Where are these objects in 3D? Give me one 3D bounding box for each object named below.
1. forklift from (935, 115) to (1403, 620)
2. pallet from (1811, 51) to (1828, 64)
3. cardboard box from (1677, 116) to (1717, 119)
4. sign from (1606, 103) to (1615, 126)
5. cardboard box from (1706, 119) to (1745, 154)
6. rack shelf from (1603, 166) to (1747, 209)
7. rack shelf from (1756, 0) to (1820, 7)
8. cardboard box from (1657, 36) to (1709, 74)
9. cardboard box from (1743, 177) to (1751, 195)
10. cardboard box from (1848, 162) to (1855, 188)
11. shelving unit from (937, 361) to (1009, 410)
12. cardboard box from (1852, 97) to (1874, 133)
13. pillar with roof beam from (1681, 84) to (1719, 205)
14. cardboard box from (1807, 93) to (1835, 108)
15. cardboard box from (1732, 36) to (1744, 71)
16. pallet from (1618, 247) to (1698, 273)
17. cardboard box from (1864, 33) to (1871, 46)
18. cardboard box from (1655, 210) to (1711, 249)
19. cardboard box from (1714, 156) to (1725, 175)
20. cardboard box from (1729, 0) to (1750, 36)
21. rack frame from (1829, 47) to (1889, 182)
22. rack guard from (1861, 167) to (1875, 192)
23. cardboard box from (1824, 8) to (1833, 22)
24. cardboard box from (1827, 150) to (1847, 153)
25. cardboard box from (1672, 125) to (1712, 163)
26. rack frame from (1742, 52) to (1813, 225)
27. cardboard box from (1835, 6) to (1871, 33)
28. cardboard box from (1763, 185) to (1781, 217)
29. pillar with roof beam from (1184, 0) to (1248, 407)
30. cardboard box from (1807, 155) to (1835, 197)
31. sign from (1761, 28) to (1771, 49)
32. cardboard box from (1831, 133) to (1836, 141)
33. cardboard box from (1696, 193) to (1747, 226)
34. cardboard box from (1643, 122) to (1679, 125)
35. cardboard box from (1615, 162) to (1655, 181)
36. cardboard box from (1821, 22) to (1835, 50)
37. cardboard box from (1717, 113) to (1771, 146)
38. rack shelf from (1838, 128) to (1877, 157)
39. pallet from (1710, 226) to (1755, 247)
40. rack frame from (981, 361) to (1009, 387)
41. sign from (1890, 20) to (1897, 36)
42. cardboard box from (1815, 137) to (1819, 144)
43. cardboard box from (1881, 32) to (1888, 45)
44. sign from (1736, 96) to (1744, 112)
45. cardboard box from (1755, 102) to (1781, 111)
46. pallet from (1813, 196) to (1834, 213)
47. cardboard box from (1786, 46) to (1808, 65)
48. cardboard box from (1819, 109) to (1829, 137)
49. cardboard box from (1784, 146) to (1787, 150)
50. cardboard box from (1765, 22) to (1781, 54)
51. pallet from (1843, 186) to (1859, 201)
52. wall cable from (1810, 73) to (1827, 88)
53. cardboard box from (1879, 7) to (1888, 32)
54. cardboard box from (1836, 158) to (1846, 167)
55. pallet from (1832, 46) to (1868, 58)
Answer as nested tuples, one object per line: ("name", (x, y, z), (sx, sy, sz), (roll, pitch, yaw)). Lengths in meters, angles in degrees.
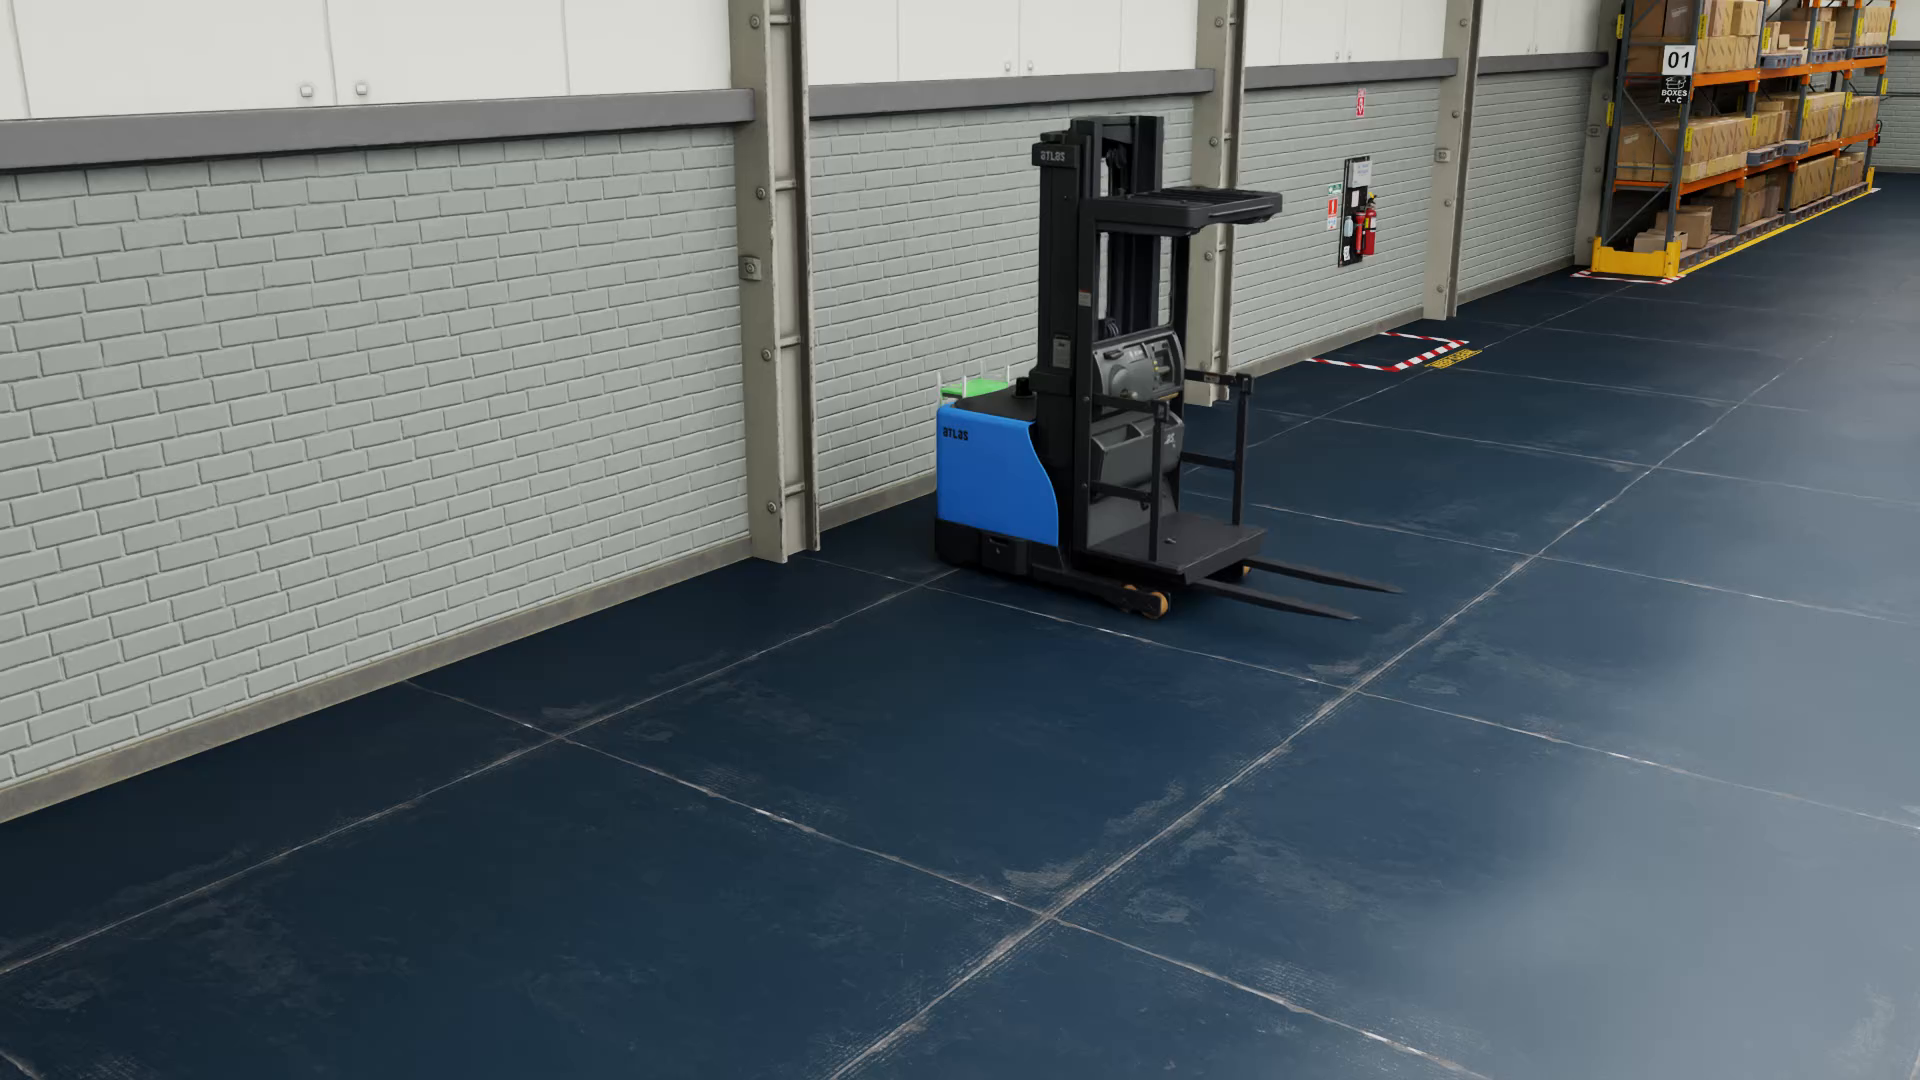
("forklift", (1.289, -1.093, 10.322), (3.031, 2.935, 1.130), (14, 22, 37))
("pallet", (14.904, -8.726, 30.046), (1.213, 0.211, 1.003), (14, 22, 37))
("cardboard box", (11.732, -6.489, 26.538), (0.500, 0.500, 0.500), (12, 21, 33))
("sign", (9.363, -6.122, 23.916), (0.100, 0.325, 0.005), (12, 21, 35))
("cardboard box", (11.854, -6.277, 25.855), (0.500, 0.500, 0.500), (12, 21, 34))
("rack shelf", (10.988, -5.448, 25.444), (1.077, 0.370, 4.000), (12, 21, 35))
("rack shelf", (13.372, -9.075, 27.681), (1.077, 0.370, 4.000), (12, 21, 35))
("cardboard box", (10.197, -6.841, 23.455), (0.500, 0.500, 0.500), (13, 22, 36))
("cardboard box", (13.172, -6.051, 28.380), (0.500, 0.250, 0.500), (12, 21, 33))
("cardboard box", (18.396, -7.710, 35.020), (0.700, 0.500, 0.500), (12, 21, 33))
("shelving unit", (0.093, -0.614, 11.697), (0.258, 1.200, 0.503), (13, 22, 36))
("cardboard box", (18.610, -8.971, 35.069), (0.980, 0.700, 0.700), (12, 21, 34))
("pillar with roof beam", (16.551, -9.169, 26.095), (9.100, 9.000, 0.400), (12, 21, 35))
("cardboard box", (16.258, -8.333, 31.552), (0.500, 0.250, 0.500), (13, 21, 36))
("cardboard box", (11.466, -7.337, 25.053), (0.500, 0.500, 0.500), (11, 21, 33))
("pallet", (10.354, -4.189, 24.878), (1.003, 0.211, 1.213), (12, 21, 35))
("cardboard box", (17.885, -10.020, 33.270), (0.500, 0.250, 0.500), (12, 21, 34))
("cardboard box", (11.098, -4.783, 25.560), (0.700, 0.500, 0.500), (11, 20, 31))
("cardboard box", (11.252, -5.680, 25.196), (0.500, 0.250, 0.500), (13, 21, 35))
("cardboard box", (11.478, -7.810, 24.889), (0.500, 0.500, 0.500), (12, 21, 33))
("rack frame", (19.330, -9.126, 36.075), (1.000, 3.000, 0.127), (12, 21, 35))
("rack guard", (19.344, -7.938, 36.464), (1.175, 0.500, 0.348), (12, 21, 35))
("cardboard box", (16.317, -10.036, 31.771), (0.500, 0.250, 0.500), (14, 22, 39))
("cardboard box", (18.907, -8.324, 35.903), (0.380, 0.149, 0.250), (13, 21, 35))
("cardboard box", (10.625, -5.788, 24.280), (0.500, 0.500, 0.500), (12, 21, 35))
("rack frame", (14.563, -7.221, 29.939), (1.000, 3.000, 0.127), (12, 21, 35))
("cardboard box", (17.597, -10.261, 32.783), (0.500, 0.500, 0.500), (12, 21, 34))
("cardboard box", (14.176, -6.057, 29.663), (0.700, 0.500, 0.500), (13, 21, 35))
("pillar with roof beam", (5.826, -4.881, 12.289), (9.100, 9.000, 0.400), (12, 21, 35))
("cardboard box", (16.664, -7.170, 32.691), (0.750, 0.750, 0.750), (13, 21, 35))
("sign", (12.620, -7.854, 26.047), (0.100, 0.325, 0.005), (12, 21, 35))
("cardboard box", (16.841, -7.868, 32.414), (0.380, 0.149, 0.250), (13, 21, 36))
("cardboard box", (12.873, -5.595, 28.175), (0.700, 0.500, 0.500), (12, 21, 34))
("cardboard box", (10.519, -6.004, 24.973), (0.500, 0.500, 0.500), (12, 21, 33))
("cardboard box", (9.920, -5.399, 24.291), (0.500, 0.250, 0.500), (13, 21, 35))
("cardboard box", (16.054, -9.530, 31.406), (0.700, 0.500, 0.500), (12, 21, 34))
("cardboard box", (13.217, -6.936, 28.109), (0.700, 0.500, 0.500), (16, 24, 42))
("rack shelf", (18.138, -8.307, 34.648), (1.077, 0.370, 4.000), (12, 21, 35))
("pallet", (12.643, -5.122, 27.883), (1.003, 0.211, 1.213), (12, 21, 35))
("rack frame", (0.245, -0.671, 11.880), (0.240, 1.200, 0.015), (13, 22, 36))
("sign", (19.758, -10.845, 35.191), (0.100, 0.325, 0.005), (12, 21, 35))
("cardboard box", (16.013, -7.577, 31.474), (0.380, 0.149, 0.250), (13, 22, 36))
("cardboard box", (19.107, -10.514, 34.862), (0.500, 0.250, 0.500), (13, 22, 36))
("sign", (14.116, -7.871, 30.081), (0.100, 0.325, 0.005), (12, 21, 35))
("cardboard box", (14.202, -7.622, 29.226), (0.380, 0.149, 0.250), (9, 19, 26))
("pallet", (16.547, -6.645, 32.786), (1.003, 0.211, 1.213), (12, 21, 35))
("cardboard box", (14.351, -8.401, 28.799), (0.500, 0.311, 0.500), (12, 21, 35))
("cardboard box", (15.978, -7.857, 31.284), (0.500, 0.500, 0.500), (13, 22, 36))
("cardboard box", (14.946, -7.148, 30.094), (0.380, 0.149, 0.250), (12, 21, 34))
("cardboard box", (13.305, -8.359, 27.669), (0.500, 0.500, 0.500), (12, 21, 33))
("pallet", (18.189, -7.301, 34.899), (1.003, 0.211, 1.213), (12, 21, 35))
("wall cable", (19.333, -10.084, 37.445), (0.084, 1.984, 1.851), (12, 21, 35))
("cardboard box", (18.806, -10.754, 34.370), (0.500, 0.500, 0.500), (13, 22, 36))
("cardboard box", (17.825, -7.700, 33.893), (0.380, 0.149, 0.250), (13, 22, 37))
("pallet", (17.443, -9.757, 33.197), (1.003, 0.211, 1.213), (12, 21, 35))
